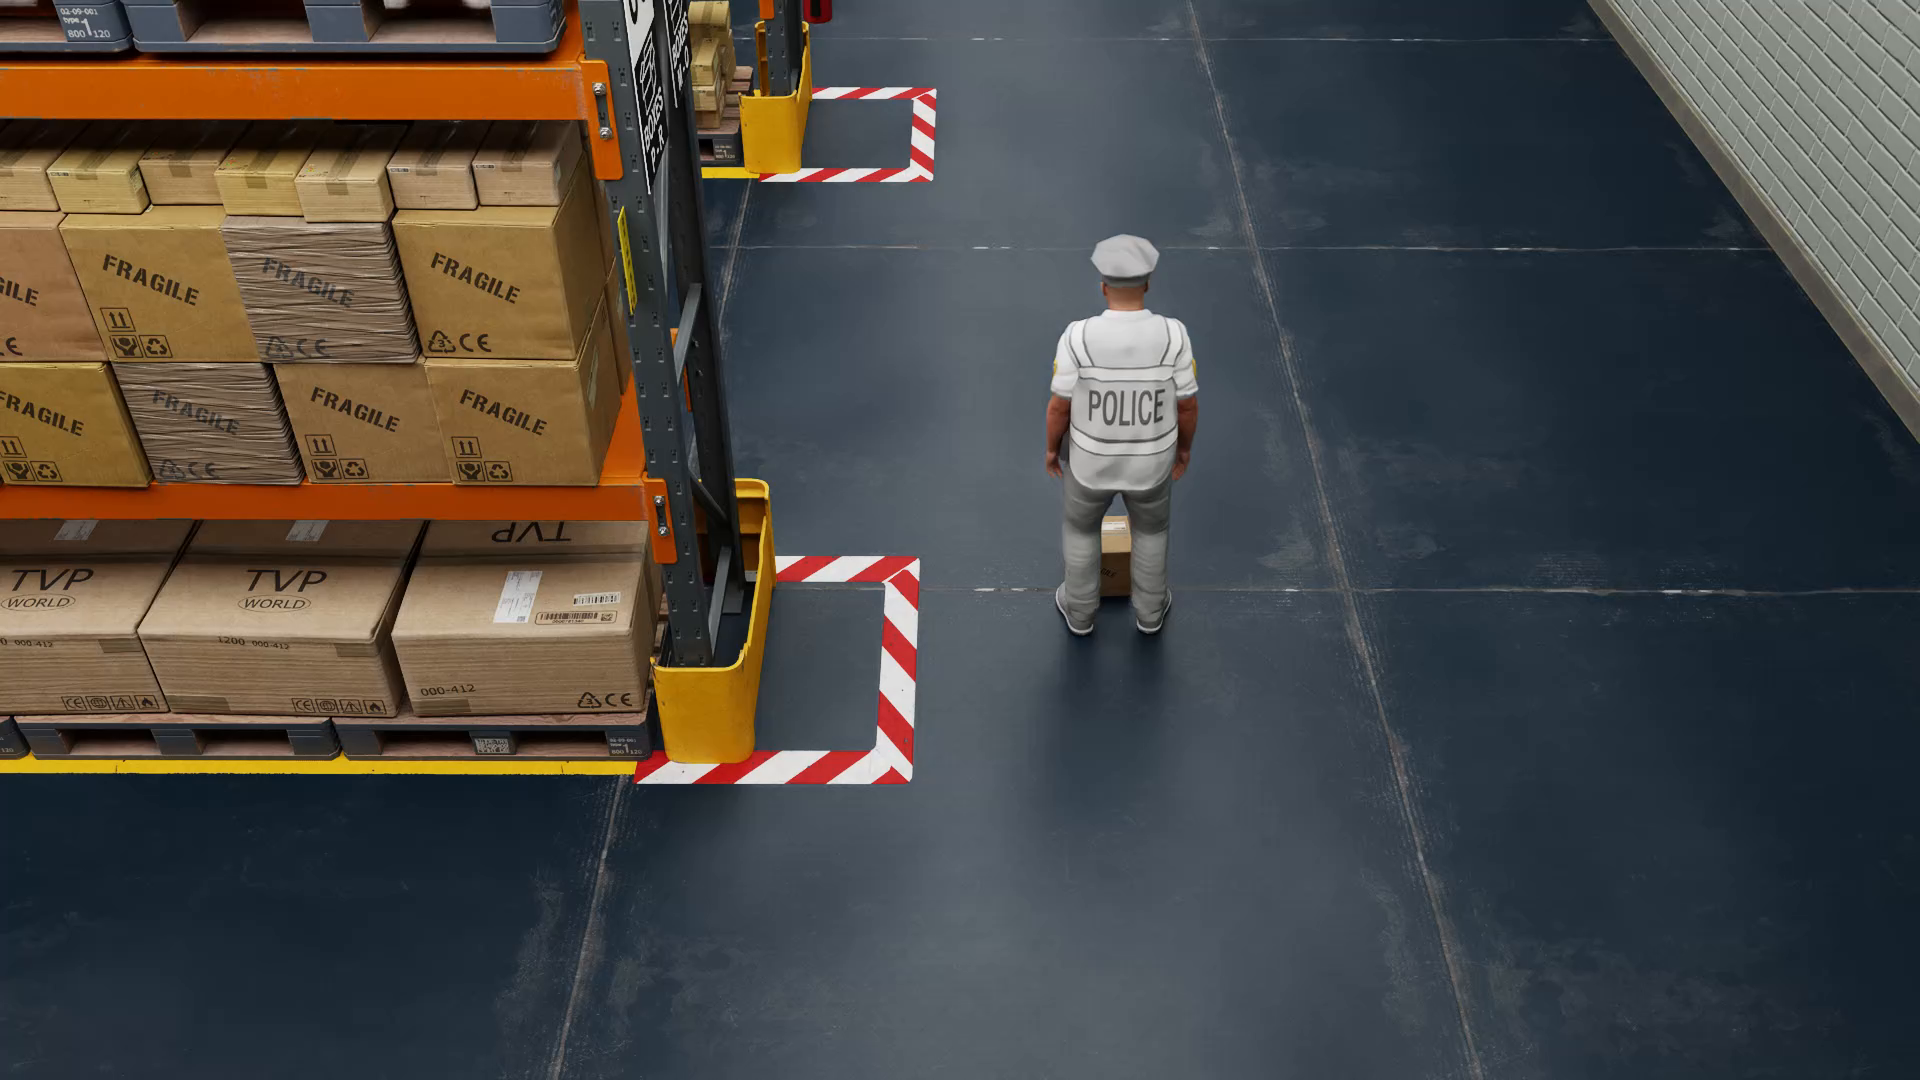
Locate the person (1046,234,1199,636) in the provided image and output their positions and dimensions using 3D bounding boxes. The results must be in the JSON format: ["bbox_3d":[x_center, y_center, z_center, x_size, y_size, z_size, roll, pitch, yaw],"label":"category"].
[{"bbox_3d":[0.628,-0.337,6.559,0.587,1.748,0.436,0,39,0],"label":"person"}]
